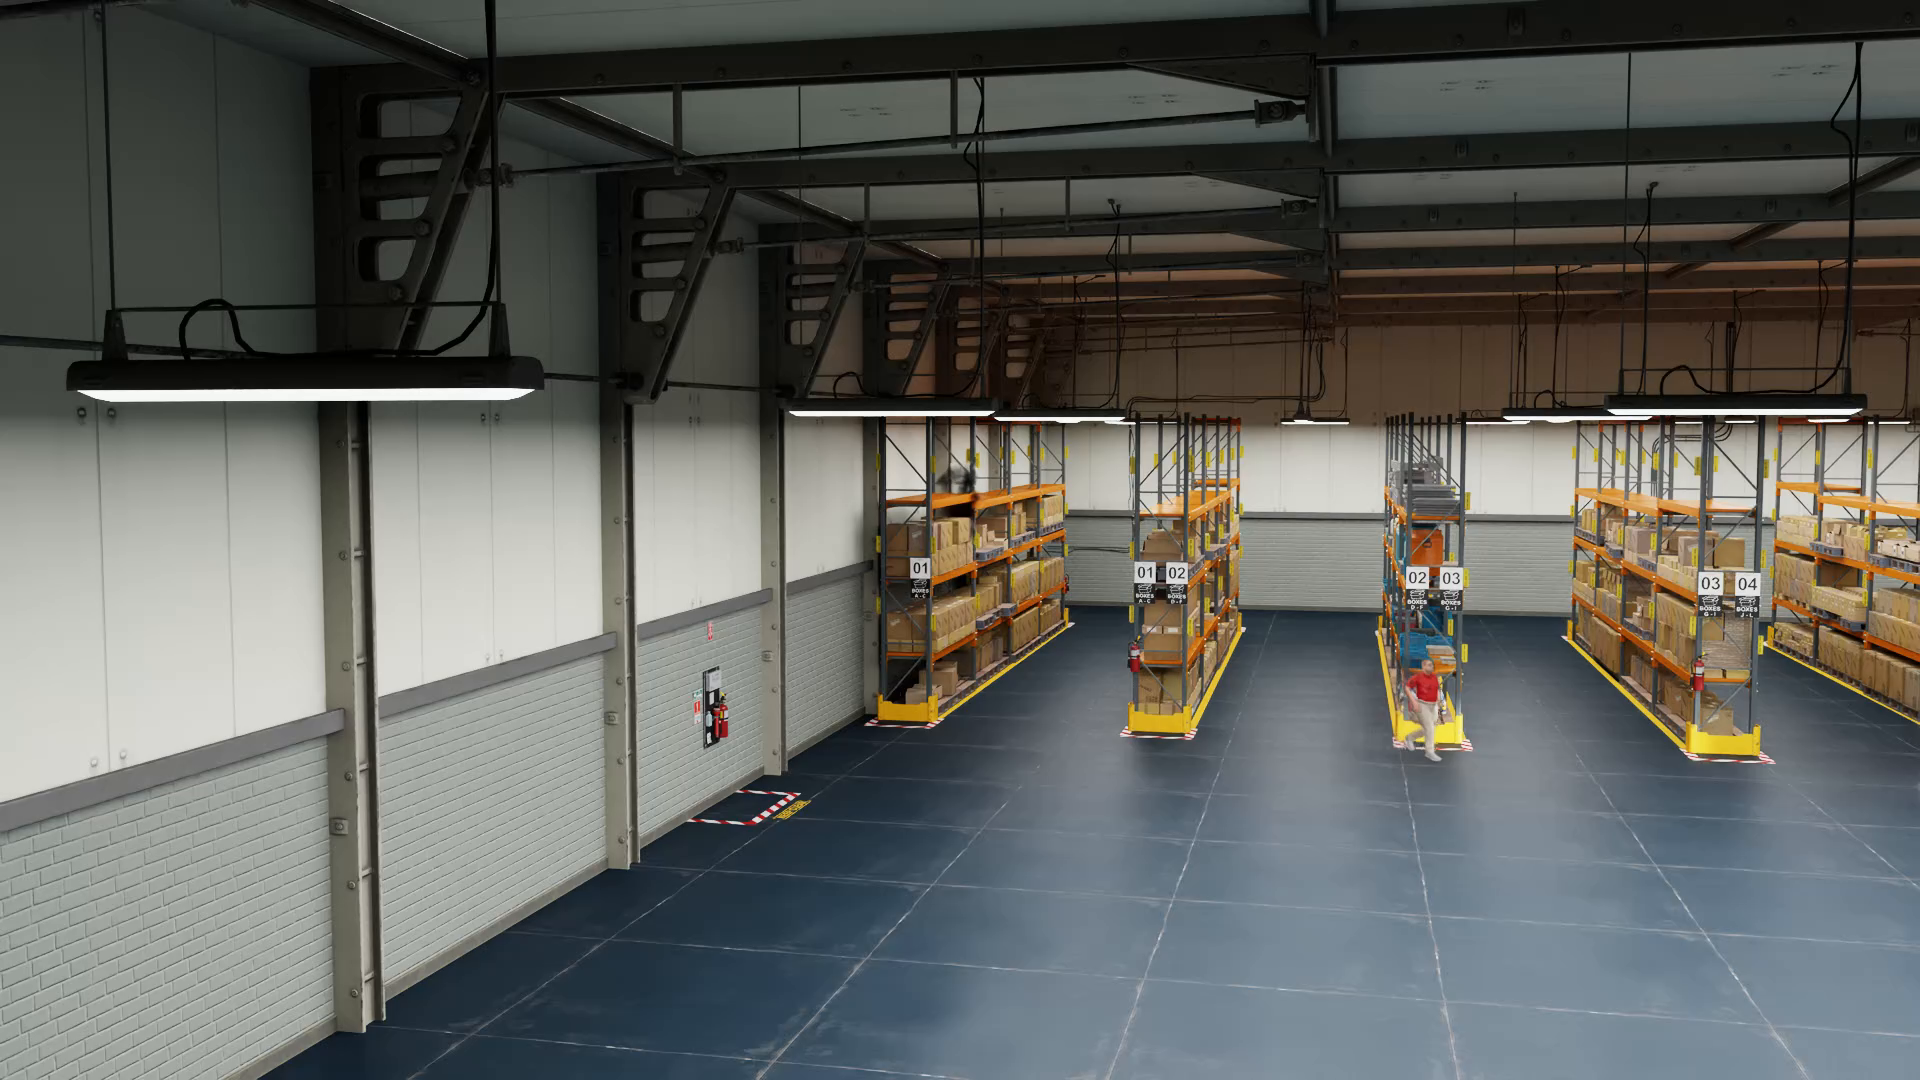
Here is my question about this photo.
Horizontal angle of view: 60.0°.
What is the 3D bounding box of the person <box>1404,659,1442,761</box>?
[{"bbox_3d":[8.075,2.933,28.906,0.677,1.721,0.877,-3,5,-35],"label":"person"}]
